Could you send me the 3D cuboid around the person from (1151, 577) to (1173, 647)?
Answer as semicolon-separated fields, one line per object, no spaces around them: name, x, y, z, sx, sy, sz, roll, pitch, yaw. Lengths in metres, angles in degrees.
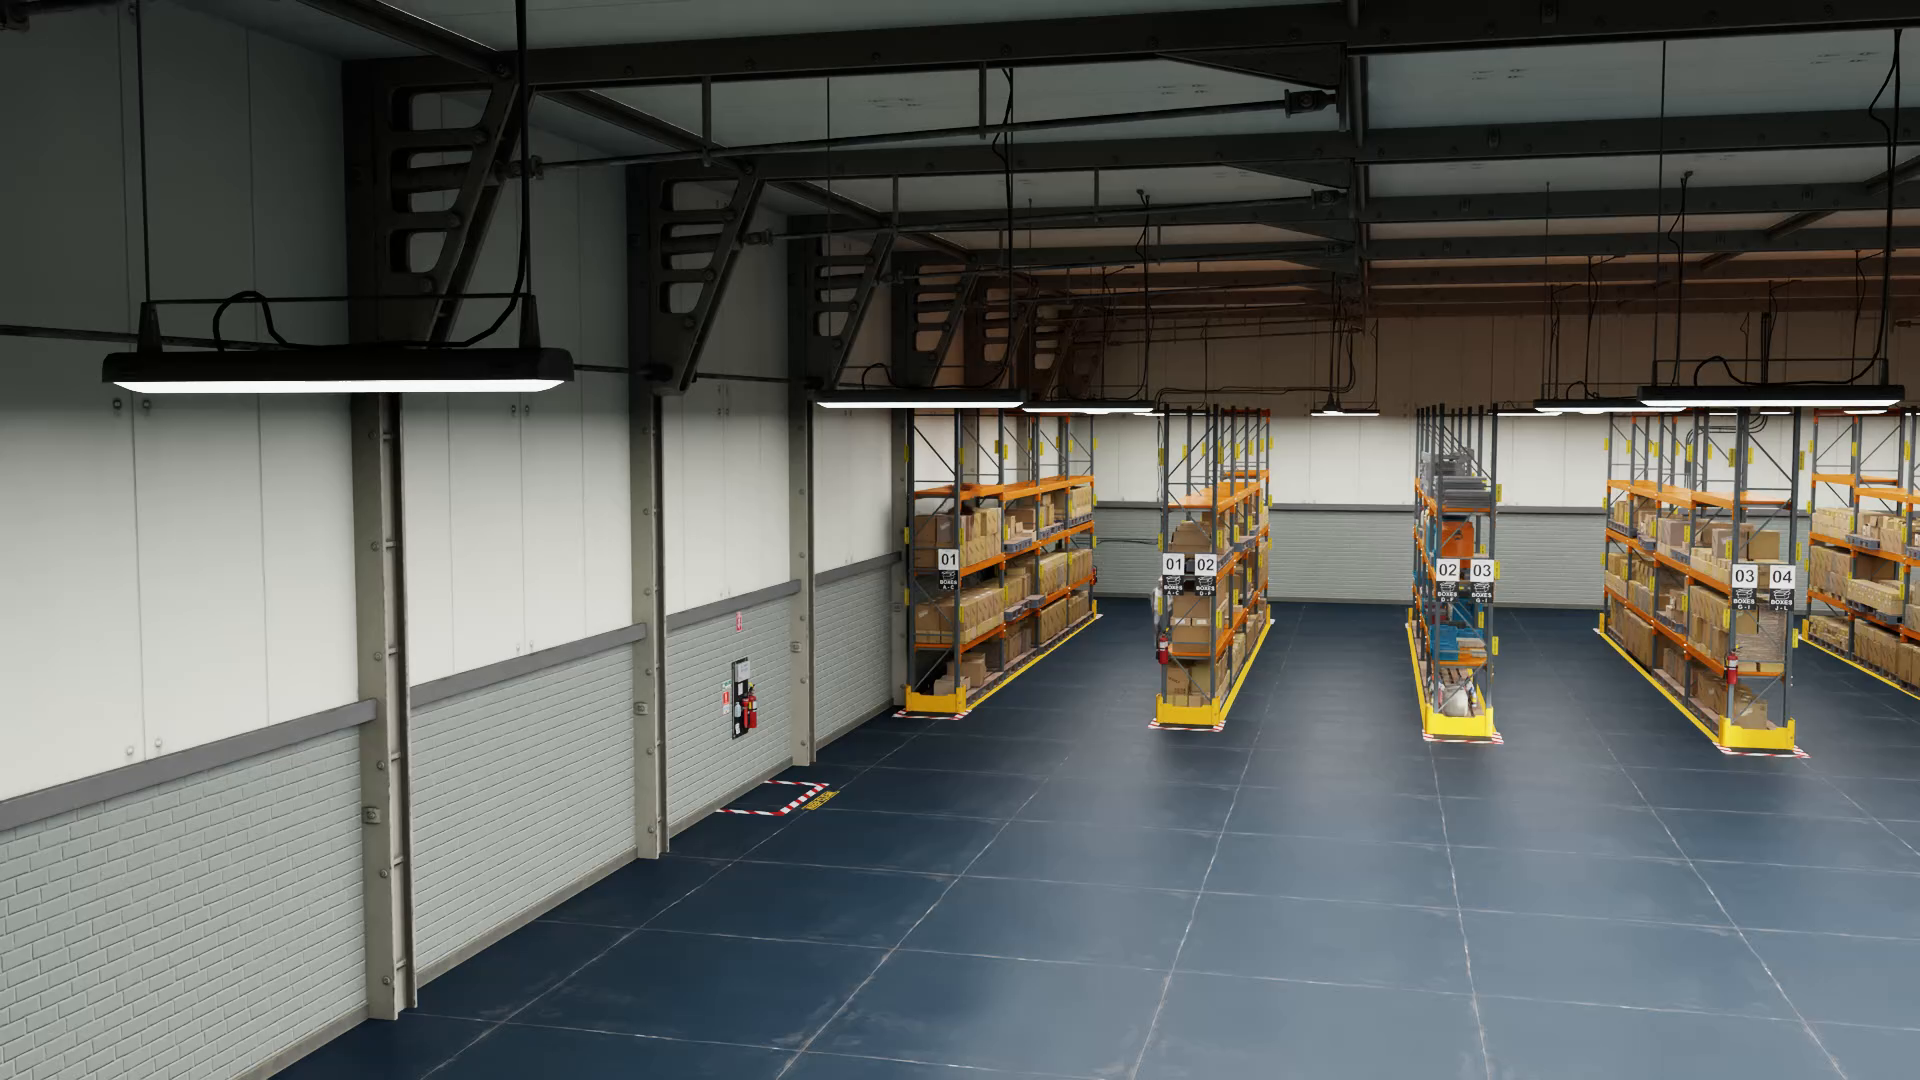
person;5.126;1.802;42.210;0.596;1.778;0.940;1;4;14
